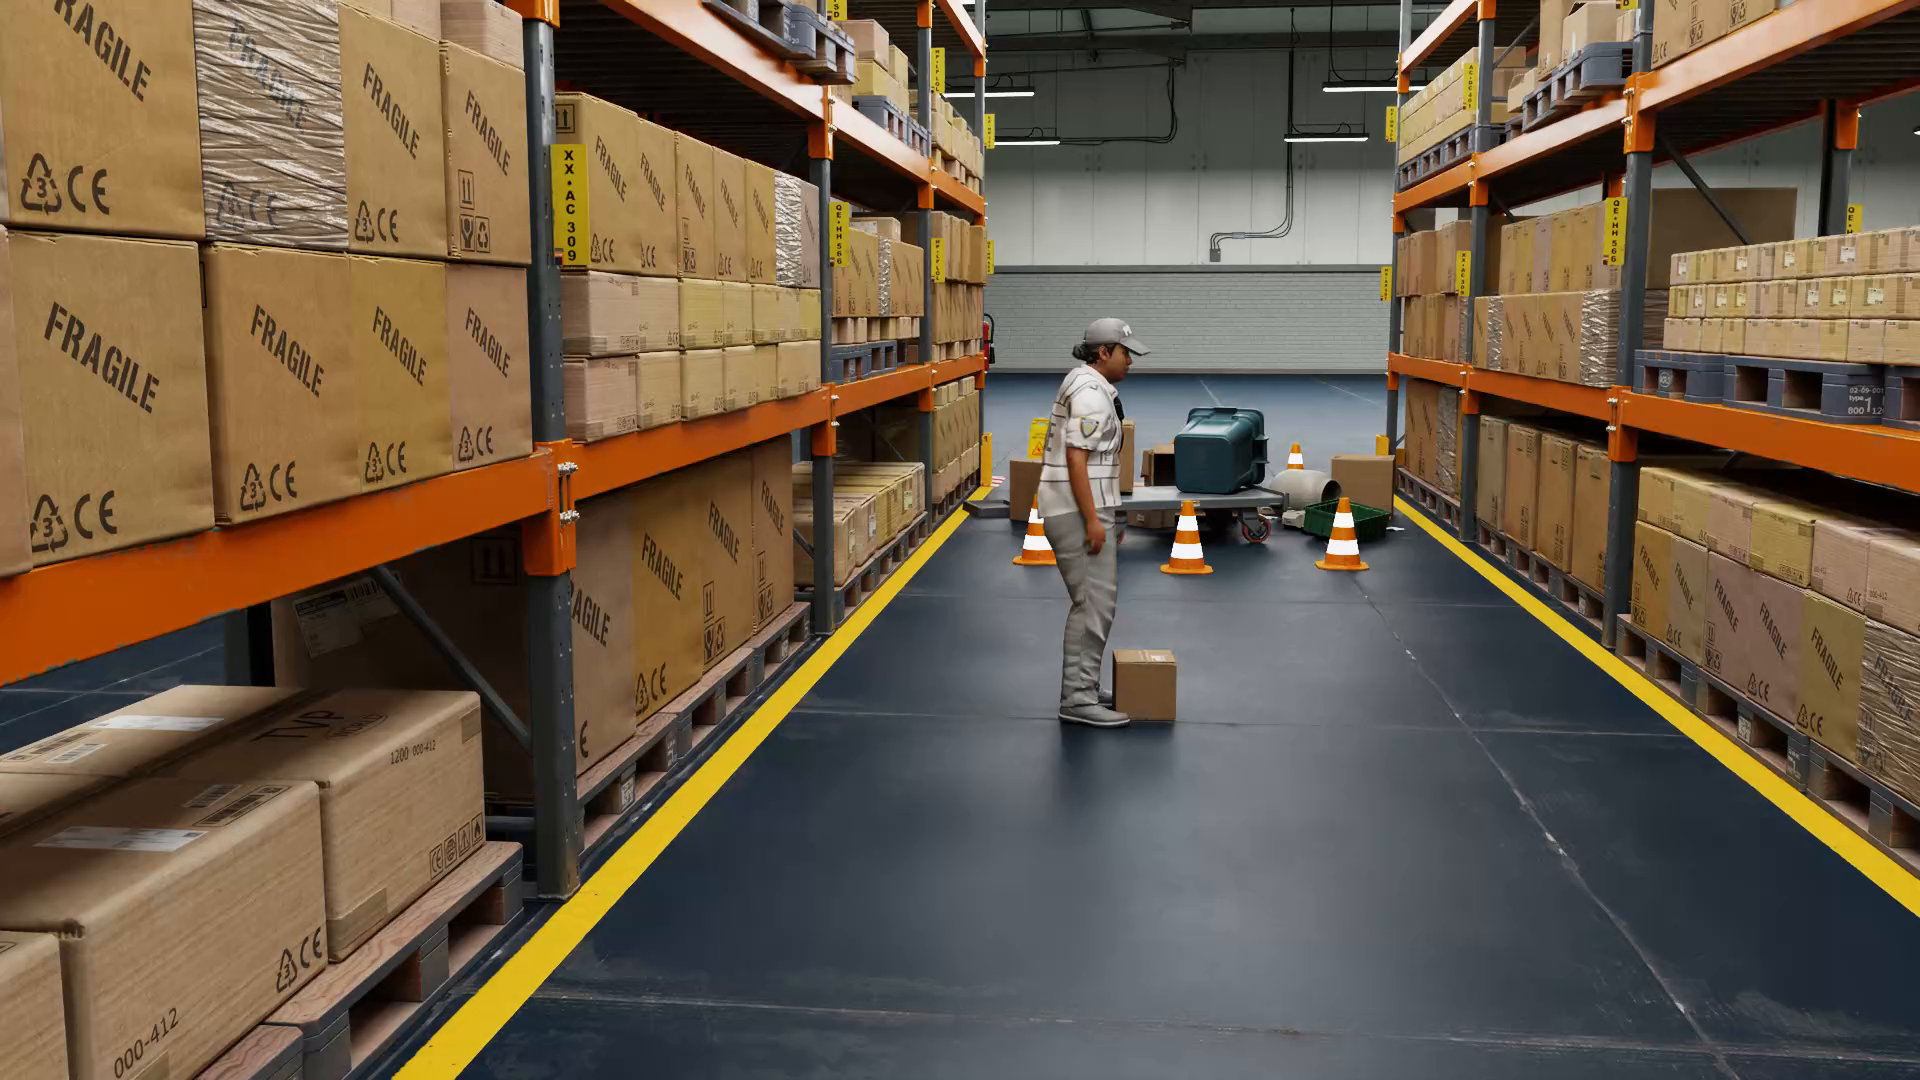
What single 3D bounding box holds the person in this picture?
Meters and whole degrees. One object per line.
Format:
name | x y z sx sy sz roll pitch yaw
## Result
person | 0.553 -0.091 6.949 0.468 1.665 0.537 1 8 5
